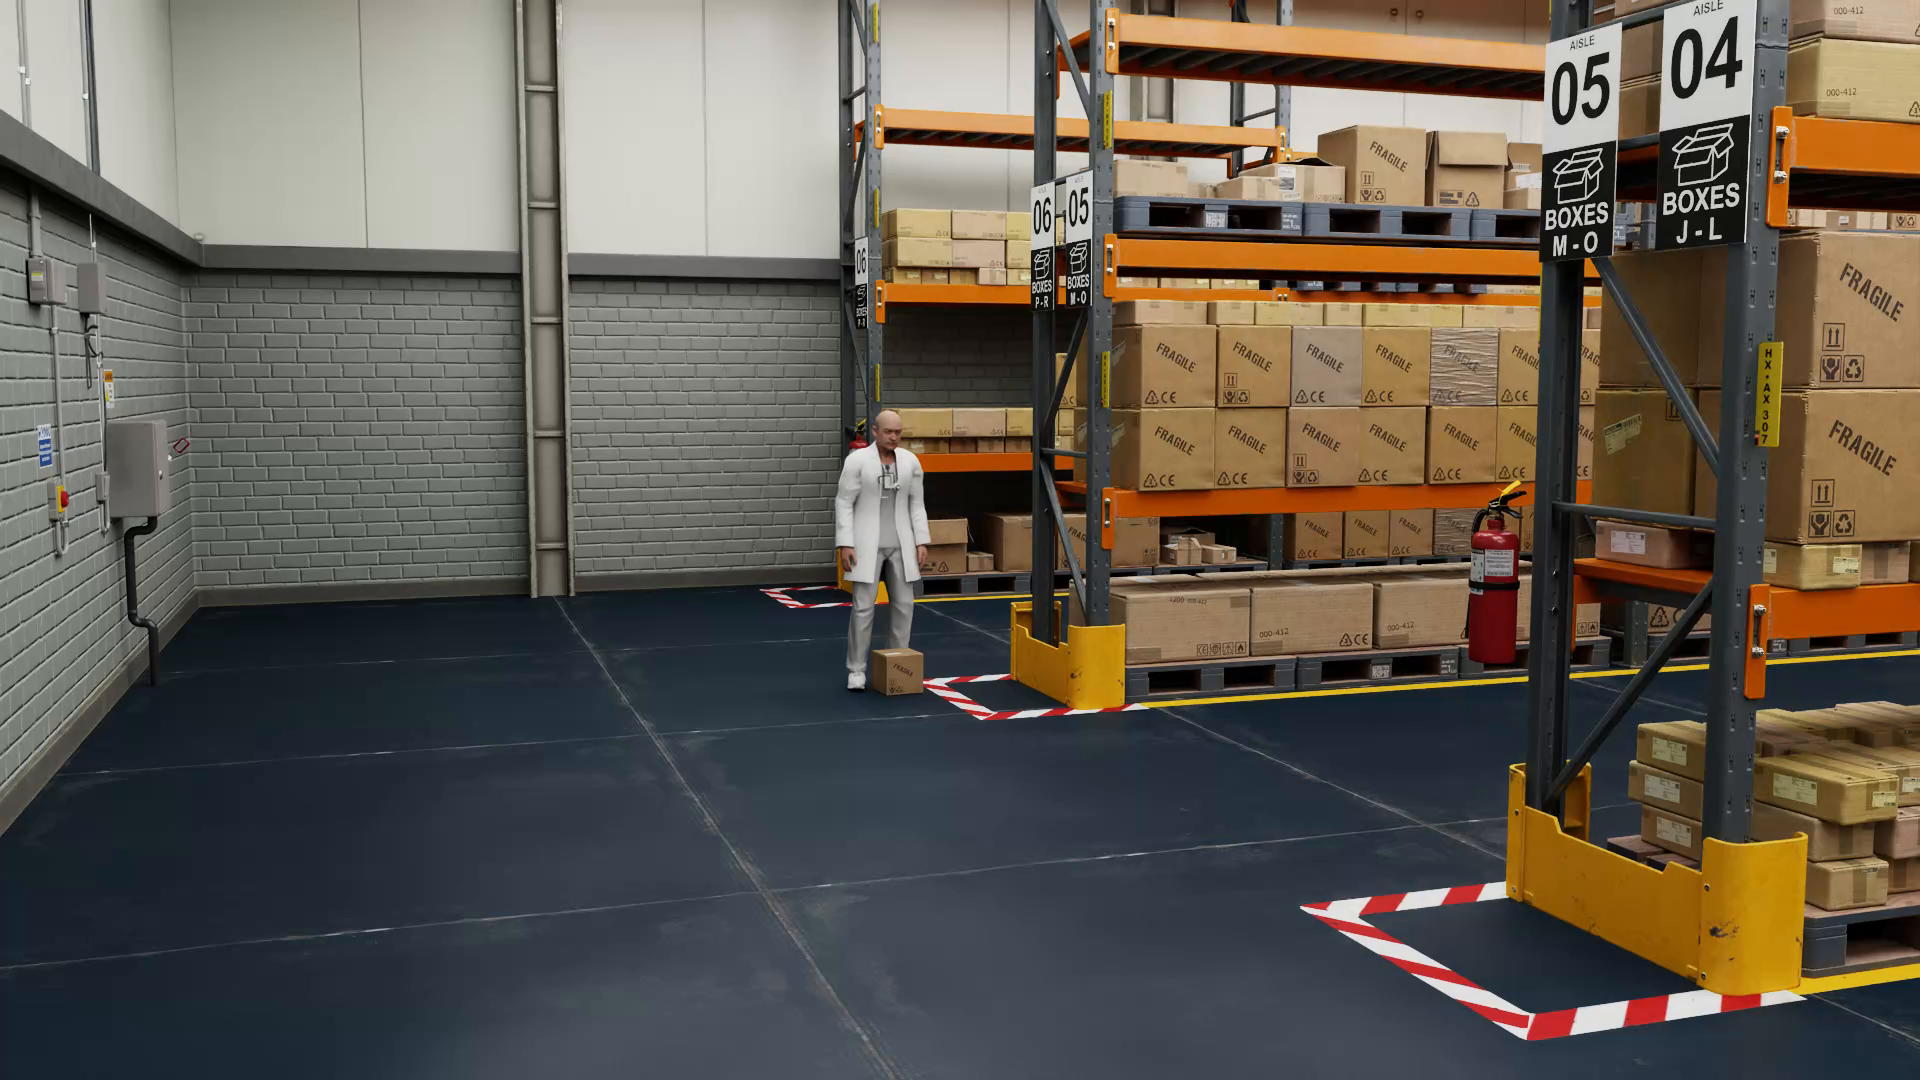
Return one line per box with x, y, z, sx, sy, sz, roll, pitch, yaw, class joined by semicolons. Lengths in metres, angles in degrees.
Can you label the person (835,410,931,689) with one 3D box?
-0.495;0.054;10.713;0.643;1.774;0.419;-2;6;-23;person
